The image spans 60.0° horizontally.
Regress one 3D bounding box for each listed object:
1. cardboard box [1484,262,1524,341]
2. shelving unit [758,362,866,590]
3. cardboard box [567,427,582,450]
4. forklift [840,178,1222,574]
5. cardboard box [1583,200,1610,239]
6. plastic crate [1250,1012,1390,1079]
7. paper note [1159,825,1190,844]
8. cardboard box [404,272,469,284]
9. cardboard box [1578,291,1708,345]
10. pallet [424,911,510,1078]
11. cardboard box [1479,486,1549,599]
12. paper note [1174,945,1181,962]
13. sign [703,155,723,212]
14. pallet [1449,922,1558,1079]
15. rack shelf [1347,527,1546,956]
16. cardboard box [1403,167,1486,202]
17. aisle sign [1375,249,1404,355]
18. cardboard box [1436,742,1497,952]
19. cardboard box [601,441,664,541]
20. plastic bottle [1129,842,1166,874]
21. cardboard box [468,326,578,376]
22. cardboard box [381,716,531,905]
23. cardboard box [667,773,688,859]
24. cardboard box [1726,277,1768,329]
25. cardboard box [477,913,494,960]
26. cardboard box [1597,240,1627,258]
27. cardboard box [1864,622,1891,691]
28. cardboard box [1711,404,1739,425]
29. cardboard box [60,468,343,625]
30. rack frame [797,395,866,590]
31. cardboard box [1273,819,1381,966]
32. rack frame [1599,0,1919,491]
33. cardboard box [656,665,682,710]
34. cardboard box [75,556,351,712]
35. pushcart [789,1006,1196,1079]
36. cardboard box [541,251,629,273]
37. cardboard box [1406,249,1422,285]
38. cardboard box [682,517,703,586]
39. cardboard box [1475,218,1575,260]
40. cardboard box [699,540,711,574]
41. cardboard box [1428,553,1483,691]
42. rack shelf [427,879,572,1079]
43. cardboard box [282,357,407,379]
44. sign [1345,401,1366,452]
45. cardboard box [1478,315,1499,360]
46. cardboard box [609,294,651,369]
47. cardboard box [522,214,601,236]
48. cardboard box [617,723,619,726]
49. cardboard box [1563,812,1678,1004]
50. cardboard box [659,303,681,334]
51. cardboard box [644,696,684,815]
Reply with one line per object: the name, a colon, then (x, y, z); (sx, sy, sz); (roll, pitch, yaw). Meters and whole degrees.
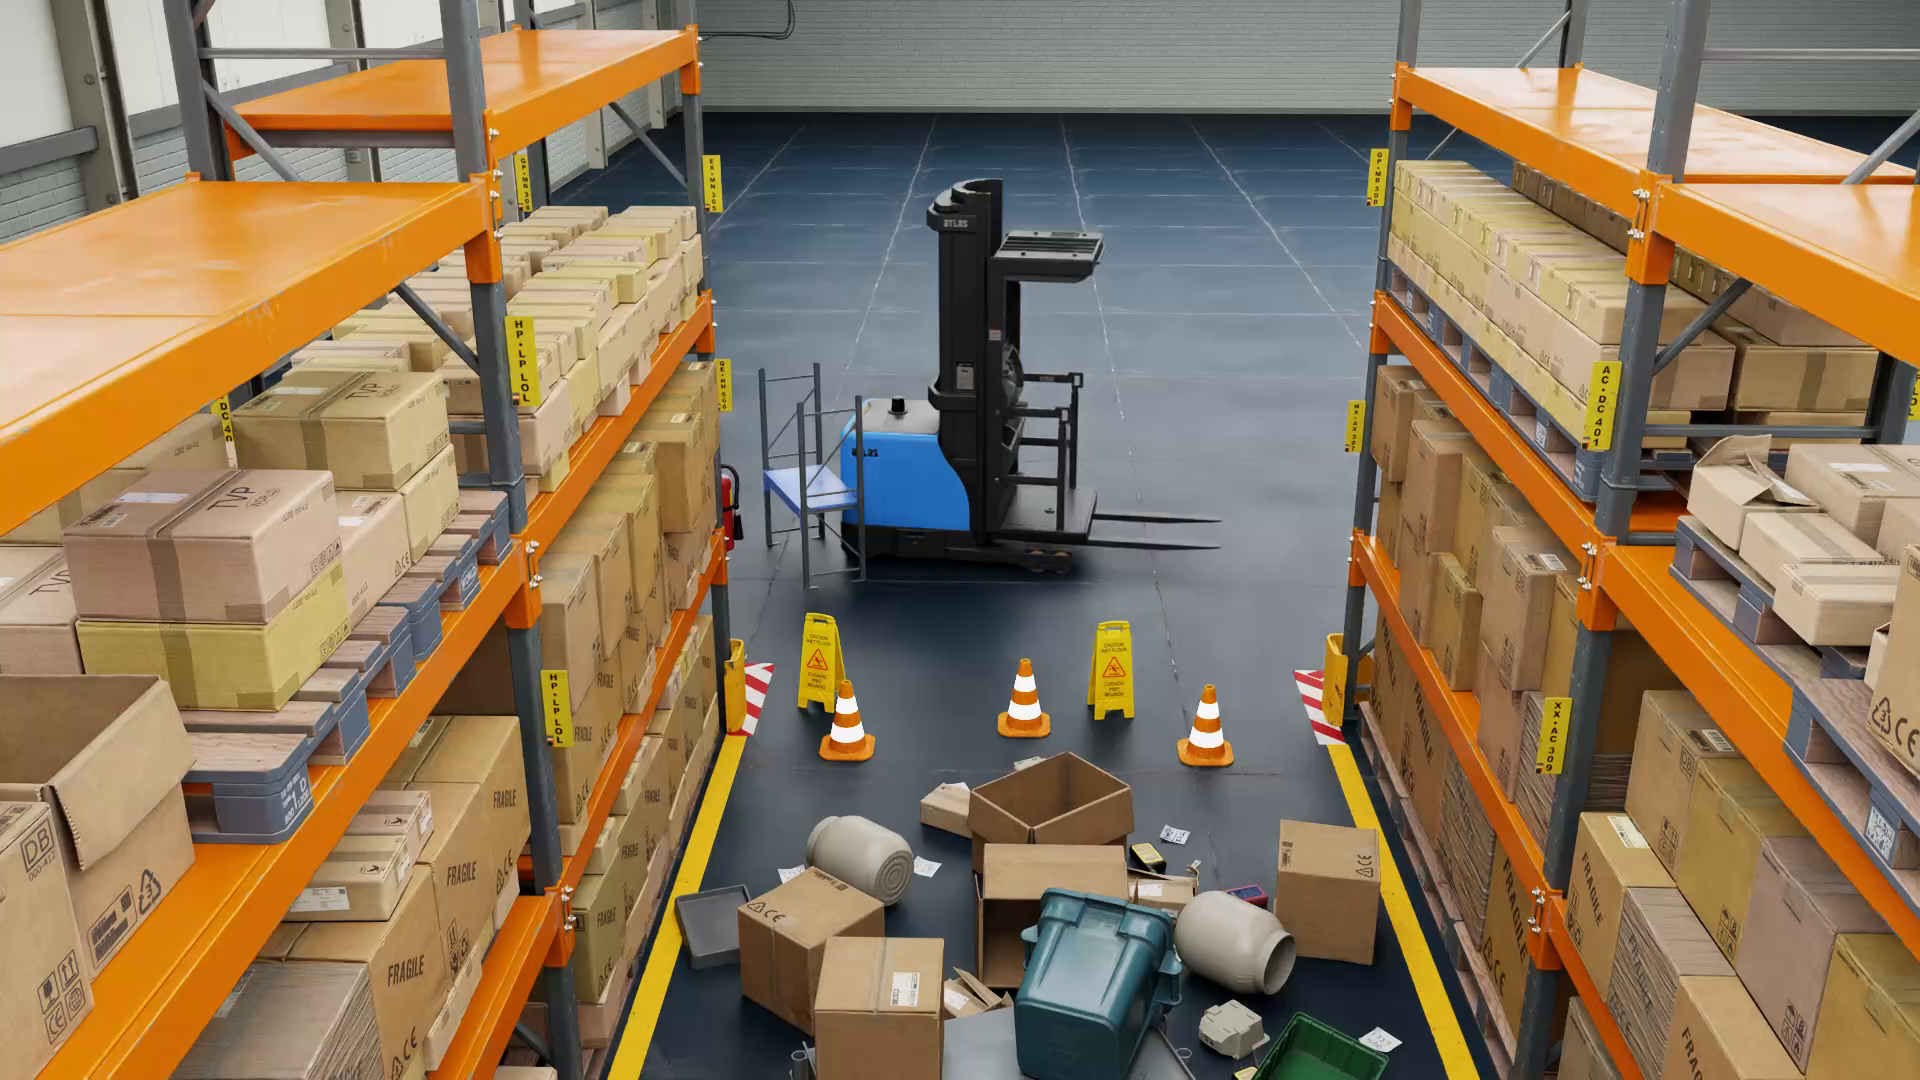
cardboard box: (2.637, -1.051, 7.315); (0.500, 0.250, 0.500); (0, 21, 1)
shelving unit: (-1.168, -0.521, 13.092); (0.538, 1.500, 1.048); (-9, 23, -21)
cardboard box: (-1.842, -0.481, 7.116); (0.380, 0.149, 0.250); (1, 21, 3)
forklift: (0.603, -1.306, 13.137); (3.031, 2.935, 1.130); (3, 21, 9)
cardboard box: (3.257, -1.553, 8.059); (0.380, 0.149, 0.250); (0, 21, 1)
plastic crate: (1.541, 2.410, 7.272); (0.450, 0.188, 0.662); (23, 29, 25)
paper note: (1.224, 1.675, 9.465); (0.144, 0.017, 0.142); (8, 23, 20)
cardboard box: (-2.362, -1.147, 7.729); (0.380, 0.149, 0.250); (1, 21, 2)
cardboard box: (2.538, -0.828, 6.189); (0.380, 0.149, 0.250); (0, 21, 1)
pallet: (-2.274, 1.549, 5.948); (1.003, 0.211, 1.213); (1, 21, 2)
cardboard box: (2.946, 0.103, 7.710); (0.875, 0.550, 0.550); (1, 21, 2)
paper note: (1.058, 2.080, 8.431); (0.172, 0.023, 0.155); (8, 23, 20)
sign: (-1.429, -2.059, 9.611); (0.100, 0.325, 0.005); (1, 21, 2)
pallet: (2.947, 2.229, 7.786); (1.003, 0.211, 1.213); (1, 21, 2)
rack shelf: (2.906, 0.815, 8.569); (1.077, 0.370, 4.000); (1, 21, 2)
cardboard box: (2.630, -1.931, 9.031); (0.380, 0.149, 0.250); (1, 21, 2)
aisle sign: (2.669, -1.484, 9.907); (0.394, 0.787, 0.004); (1, 21, 2)
cardboard box: (2.958, 1.445, 8.307); (0.875, 0.875, 0.875); (1, 21, 2)
cardboard box: (-1.870, -0.178, 8.203); (0.700, 0.500, 0.500); (1, 21, 1)
plastic bottle: (1.051, 1.769, 9.177); (0.133, 0.061, 0.283); (-7, 22, -17)
cardboard box: (-1.774, -0.768, 6.753); (0.380, 0.149, 0.250); (0, 21, 0)
cardboard box: (-1.890, 0.974, 6.036); (0.500, 0.500, 0.500); (0, 21, 1)
cardboard box: (-1.773, 1.497, 9.039); (0.500, 0.250, 0.500); (0, 21, 0)
cardboard box: (3.203, -0.913, 6.407); (0.380, 0.149, 0.250); (0, 21, 1)
cardboard box: (-1.871, 1.391, 5.858); (0.380, 0.149, 0.250); (0, 21, 0)
cardboard box: (3.184, -1.228, 7.771); (0.500, 0.250, 0.500); (1, 21, 2)
cardboard box: (2.577, 0.299, 4.225); (0.396, 0.266, 0.258); (1, 21, 2)
cardboard box: (3.202, -0.542, 6.555); (0.380, 0.149, 0.250); (1, 21, 2)
cardboard box: (-2.005, 0.008, 4.444); (0.500, 0.250, 0.500); (1, 21, 3)
rack frame: (-0.972, -0.351, 12.654); (0.500, 1.500, 0.032); (-9, 23, -21)
cardboard box: (1.867, 1.795, 8.502); (0.500, 0.500, 0.500); (4, 22, 11)
rack frame: (2.846, -1.594, 5.490); (1.000, 3.000, 0.127); (1, 21, 2)
cardboard box: (-1.712, 0.785, 8.939); (0.380, 0.149, 0.250); (2, 21, 4)
cardboard box: (-2.015, 0.241, 4.535); (0.500, 0.250, 0.500); (1, 21, 2)
pushcart: (0.175, 2.415, 7.077); (1.648, 0.377, 0.936); (-7, 22, -17)
cardboard box: (-1.842, -1.329, 8.200); (0.380, 0.149, 0.250); (0, 21, 0)
cardboard box: (2.621, -1.464, 8.930); (0.380, 0.149, 0.250); (1, 21, 2)
cardboard box: (-1.745, -0.066, 9.297); (0.500, 0.500, 0.500); (1, 21, 2)
cardboard box: (2.584, -1.377, 7.604); (0.380, 0.149, 0.250); (1, 21, 2)
cardboard box: (-1.678, 0.086, 9.800); (0.380, 0.149, 0.250); (0, 21, 1)
cardboard box: (2.889, 0.414, 8.402); (0.875, 0.550, 0.500); (1, 21, 2)
rack shelf: (-2.166, 2.244, 4.888); (1.077, 0.370, 4.000); (1, 21, 2)
cardboard box: (-2.314, -0.585, 6.281); (0.380, 0.149, 0.250); (1, 21, 3)
sign: (2.413, -0.692, 10.153); (0.100, 0.325, 0.005); (1, 21, 2)
cardboard box: (2.574, -0.916, 7.519); (0.380, 0.149, 0.250); (0, 21, 1)
cardboard box: (-1.770, -0.988, 7.872); (0.500, 0.250, 0.500); (1, 21, 2)
cardboard box: (-2.190, -1.697, 9.146); (0.380, 0.149, 0.250); (1, 21, 1)
cardboard box: (-1.822, 0.818, 7.915); (0.380, 0.149, 0.250); (1, 21, 1)
cardboard box: (2.561, 1.344, 6.074); (0.500, 0.500, 0.500); (1, 21, 2)
cardboard box: (-1.732, -1.224, 9.031); (0.380, 0.149, 0.250); (1, 21, 3)
cardboard box: (-1.782, 1.139, 8.924); (0.500, 0.500, 0.500); (0, 21, 0)
